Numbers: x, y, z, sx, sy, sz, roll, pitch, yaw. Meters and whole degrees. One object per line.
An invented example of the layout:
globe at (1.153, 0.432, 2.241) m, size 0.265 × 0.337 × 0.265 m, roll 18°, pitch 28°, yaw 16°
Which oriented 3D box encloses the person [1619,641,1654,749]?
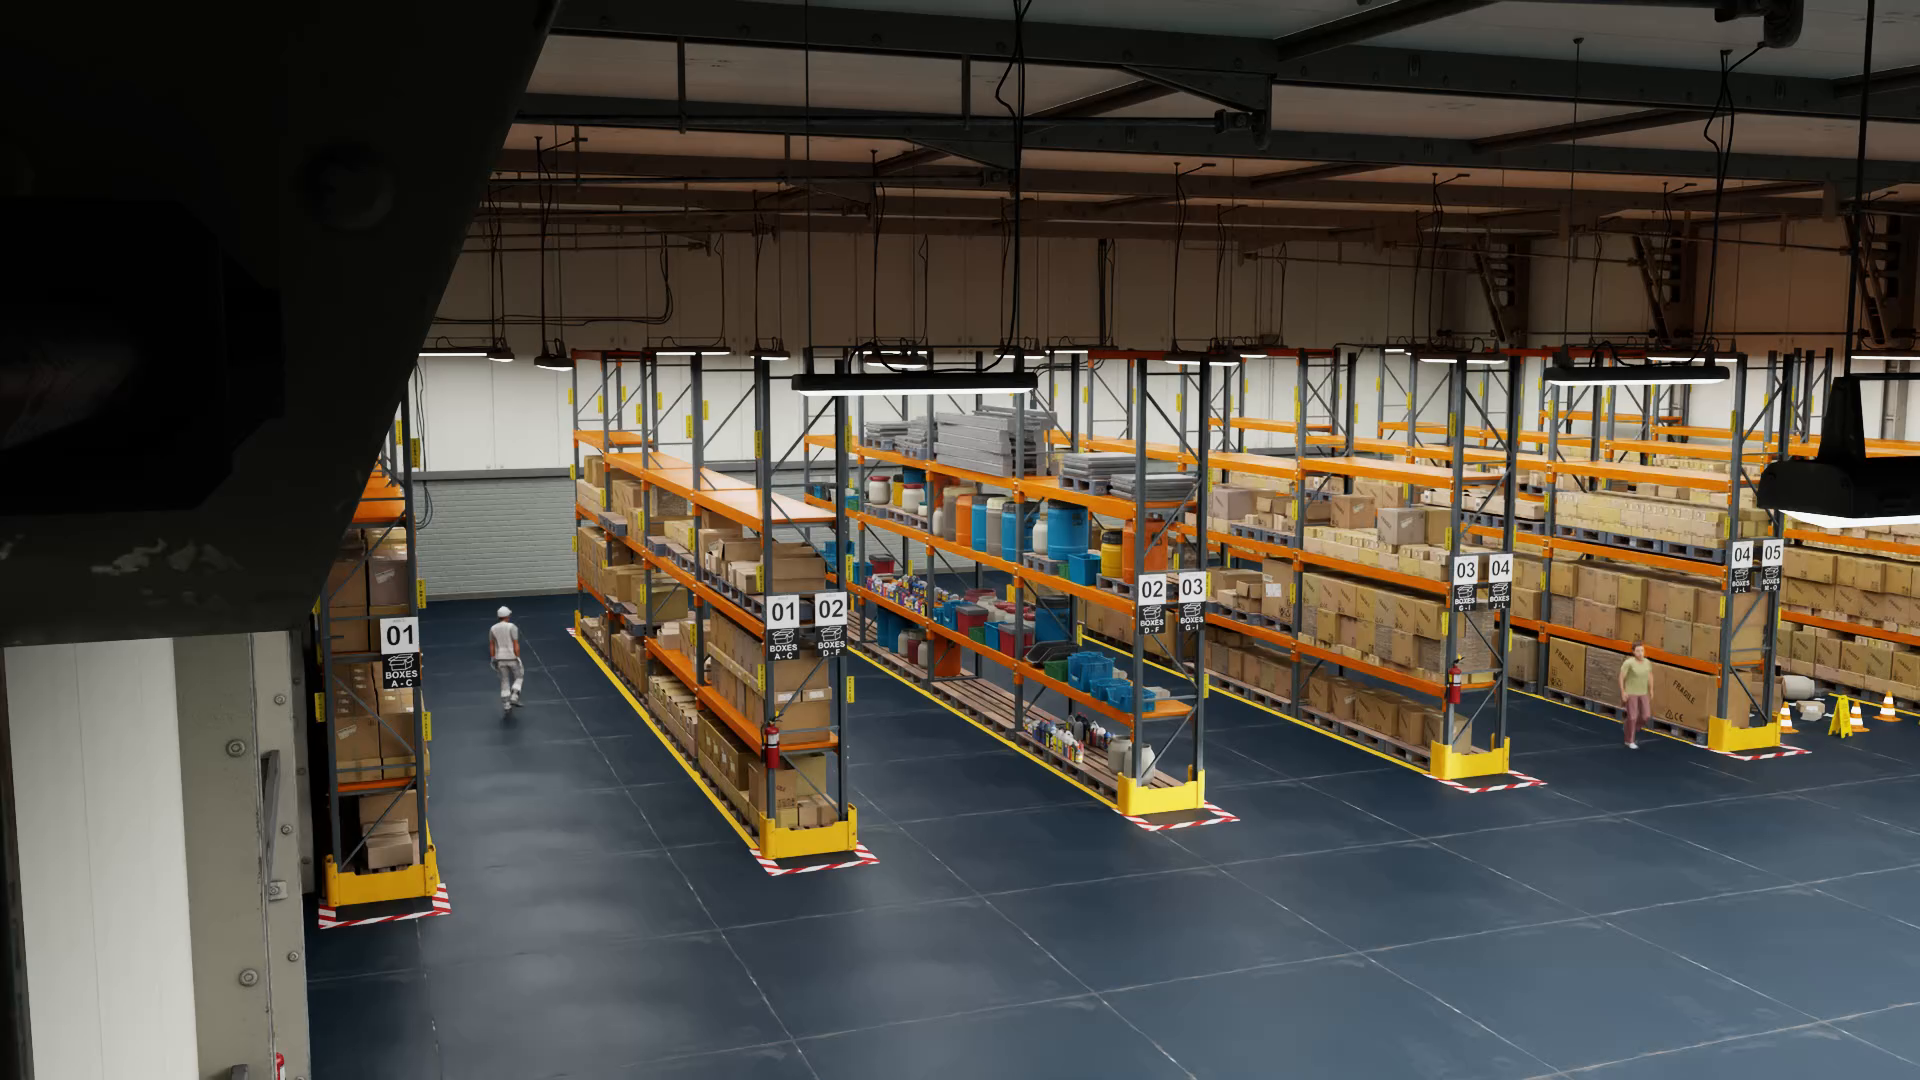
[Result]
person at (10.352, 2.357, 25.493) m, size 0.545 × 1.655 × 0.503 m, roll -1°, pitch 7°, yaw -6°

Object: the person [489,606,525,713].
person at (-7.560, 1.994, 27.715) m, size 0.575 × 1.764 × 0.524 m, roll -1°, pitch 7°, yaw -5°
